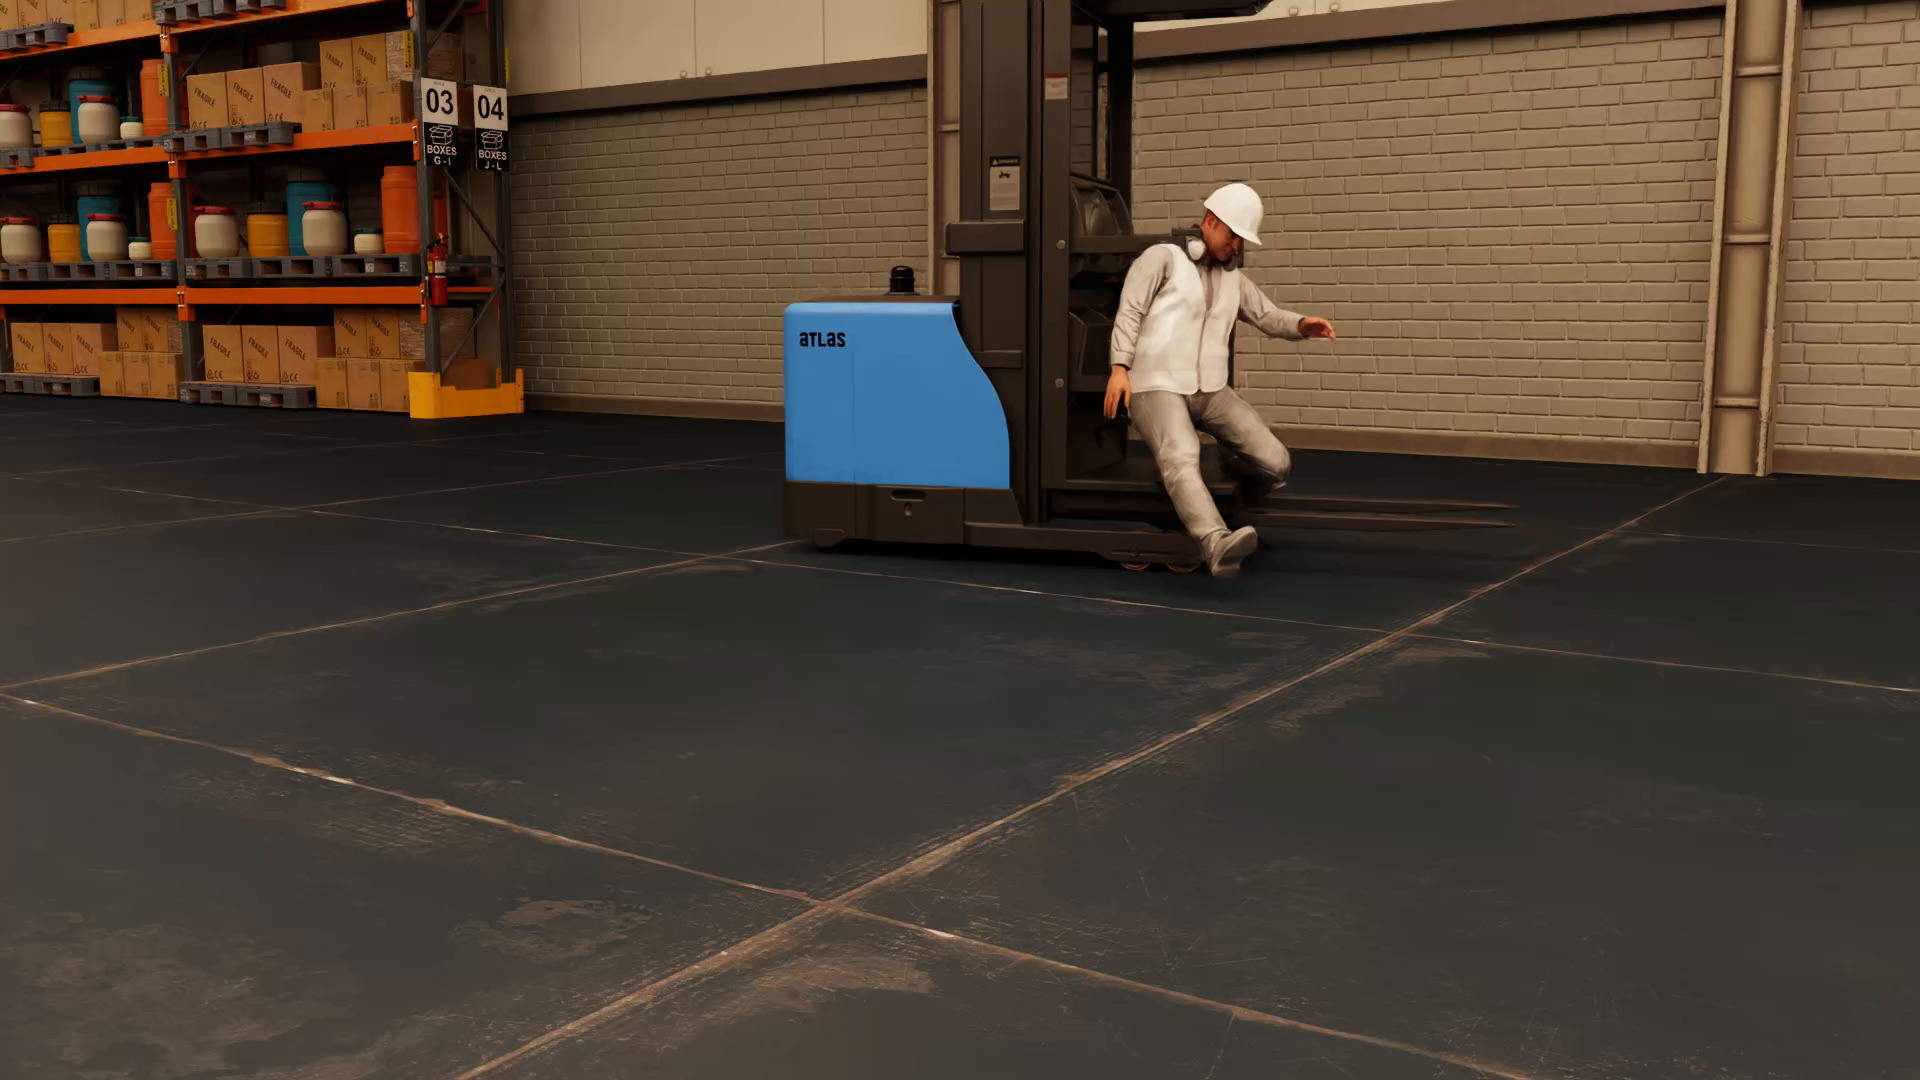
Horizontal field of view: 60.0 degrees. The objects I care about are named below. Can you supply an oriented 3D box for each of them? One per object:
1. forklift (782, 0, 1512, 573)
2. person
[{"bbox_3d":[0.797,-1.401,7.045,3.031,2.935,1.130,3,9,19],"label":"forklift"},{"bbox_3d":[1.062,-0.640,6.446,0.965,1.477,1.105,-4,9,-24],"label":"person"}]
